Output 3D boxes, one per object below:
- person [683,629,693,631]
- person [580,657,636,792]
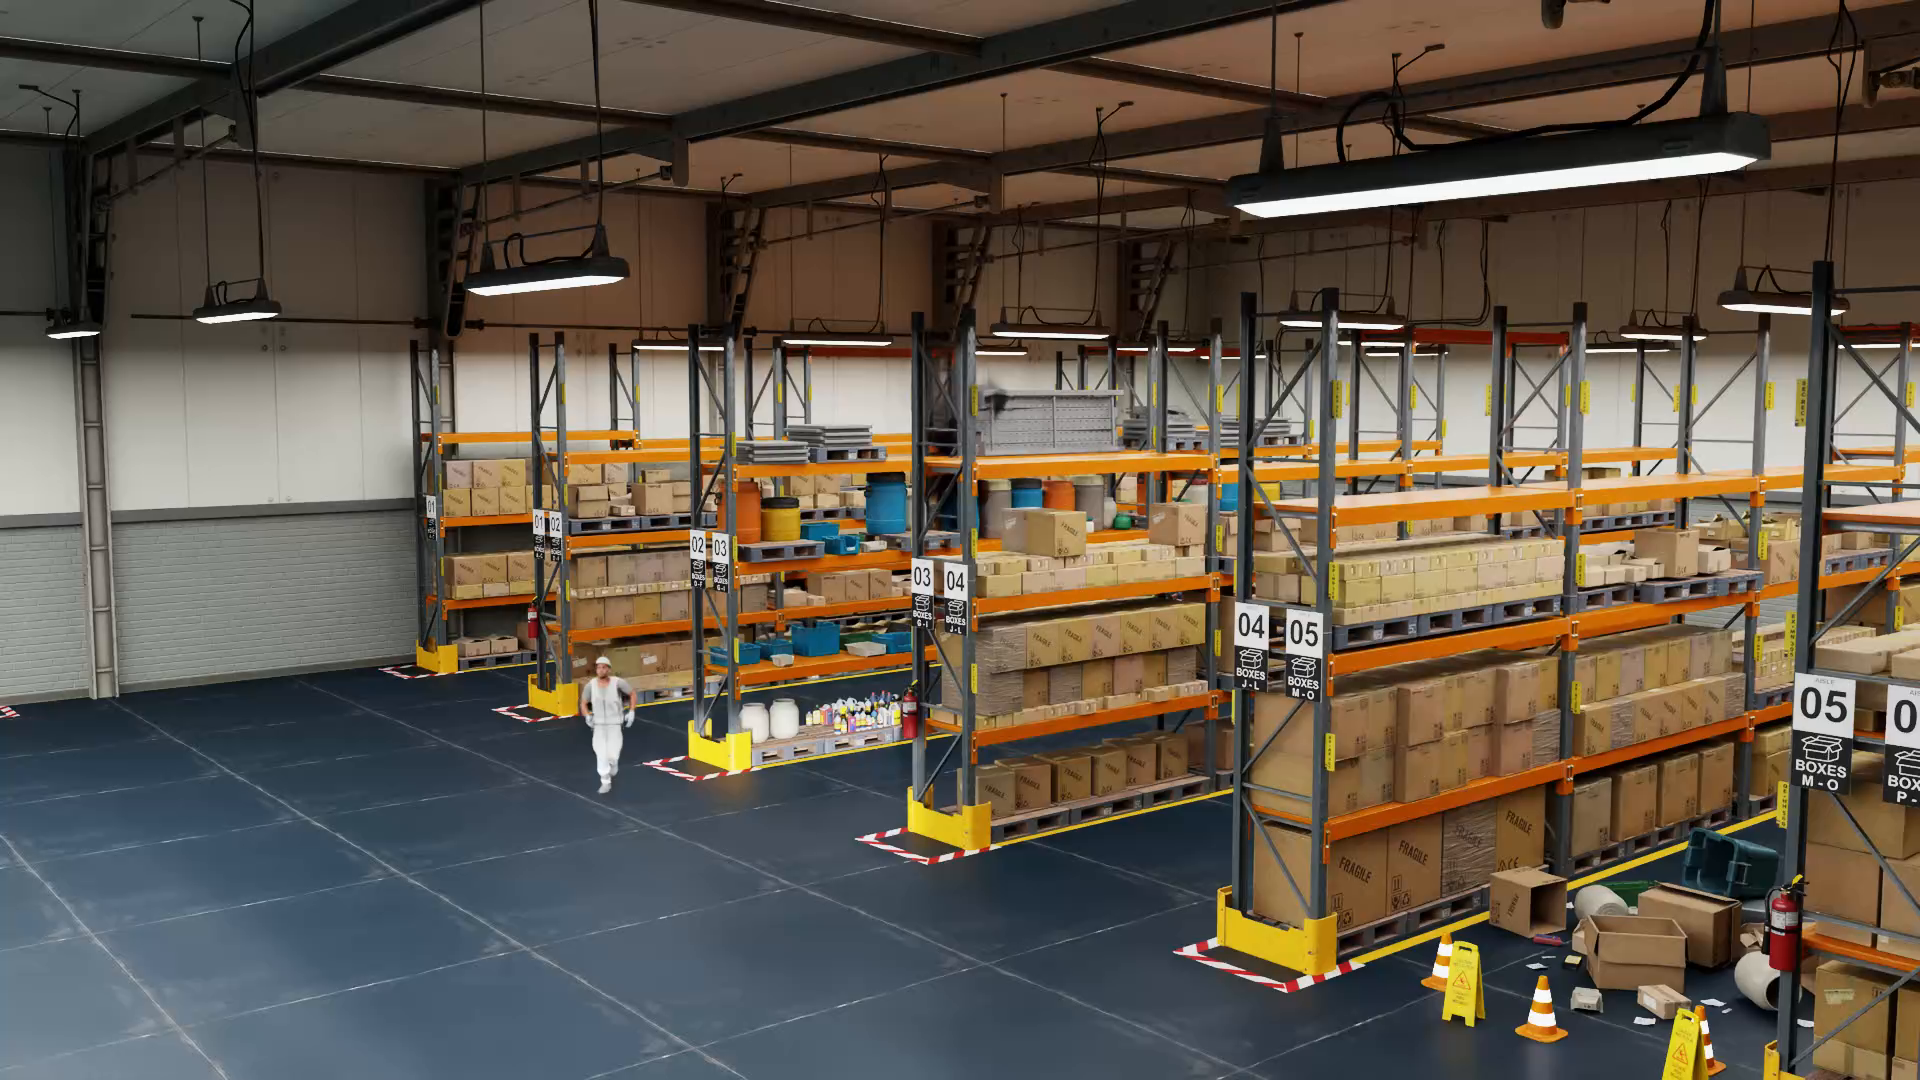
[{"bbox_3d":[-4.870,1.566,30.142,0.609,1.619,0.563,-5,7,-44],"label":"person"},{"bbox_3d":[-4.483,2.347,21.173,0.694,1.744,0.663,0,5,-3],"label":"person"}]
